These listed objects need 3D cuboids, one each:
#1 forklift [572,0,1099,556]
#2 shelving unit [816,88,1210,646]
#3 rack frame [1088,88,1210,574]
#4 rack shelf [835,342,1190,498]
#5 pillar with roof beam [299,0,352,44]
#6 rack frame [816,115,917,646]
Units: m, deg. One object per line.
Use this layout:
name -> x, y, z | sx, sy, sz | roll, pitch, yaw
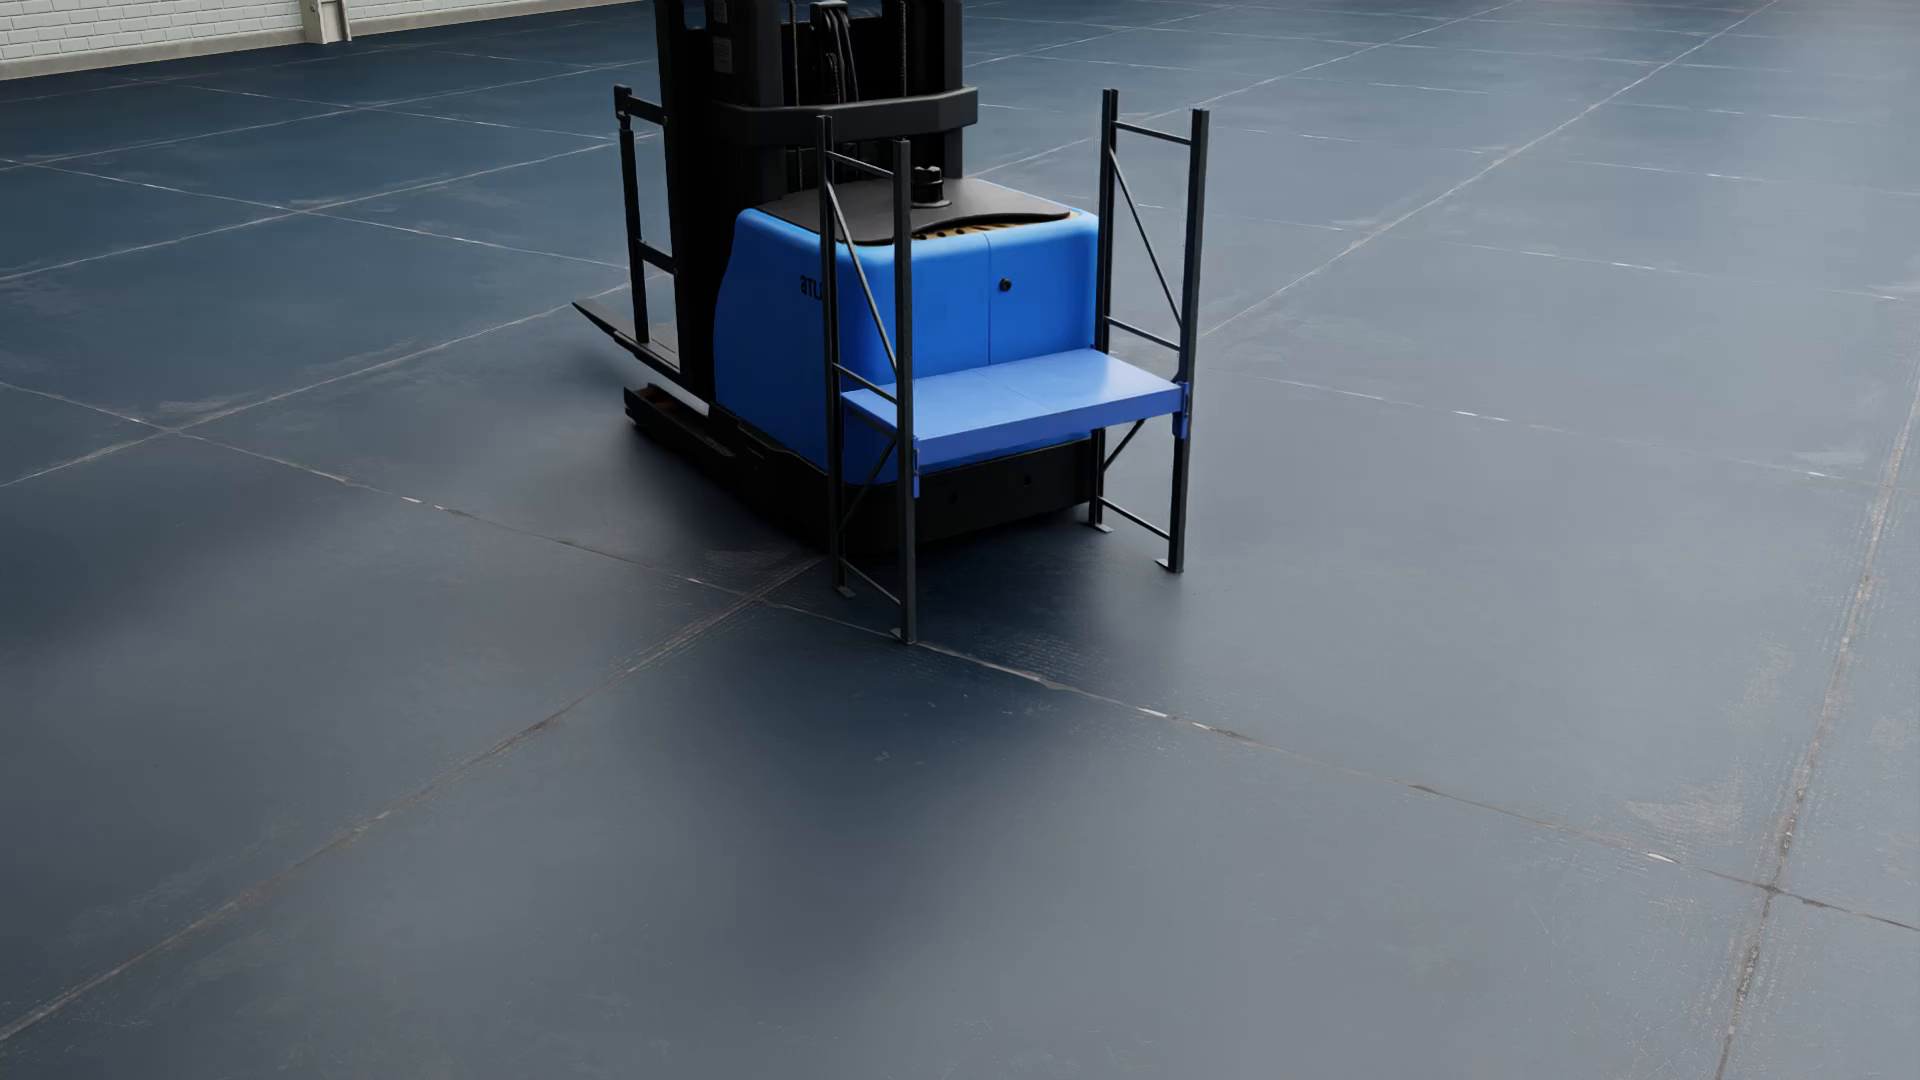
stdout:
forklift -> -0.716, -1.830, 6.287 | 1.130, 2.935, 3.031 | -14, 27, -30
shelving unit -> 0.161, -0.560, 5.156 | 1.048, 1.500, 0.538 | -13, 27, -28
rack frame -> 0.596, -0.665, 5.397 | 0.032, 1.500, 0.500 | -13, 27, -28
rack shelf -> 0.161, -0.395, 5.228 | 1.000, 0.185, 0.538 | -13, 27, -28
pillar with roof beam -> -3.453, -8.843, 14.850 | 9.100, 9.000, 0.400 | 14, 27, 29
rack frame -> -0.274, -0.456, 4.915 | 0.032, 1.500, 0.500 | -13, 27, -28
